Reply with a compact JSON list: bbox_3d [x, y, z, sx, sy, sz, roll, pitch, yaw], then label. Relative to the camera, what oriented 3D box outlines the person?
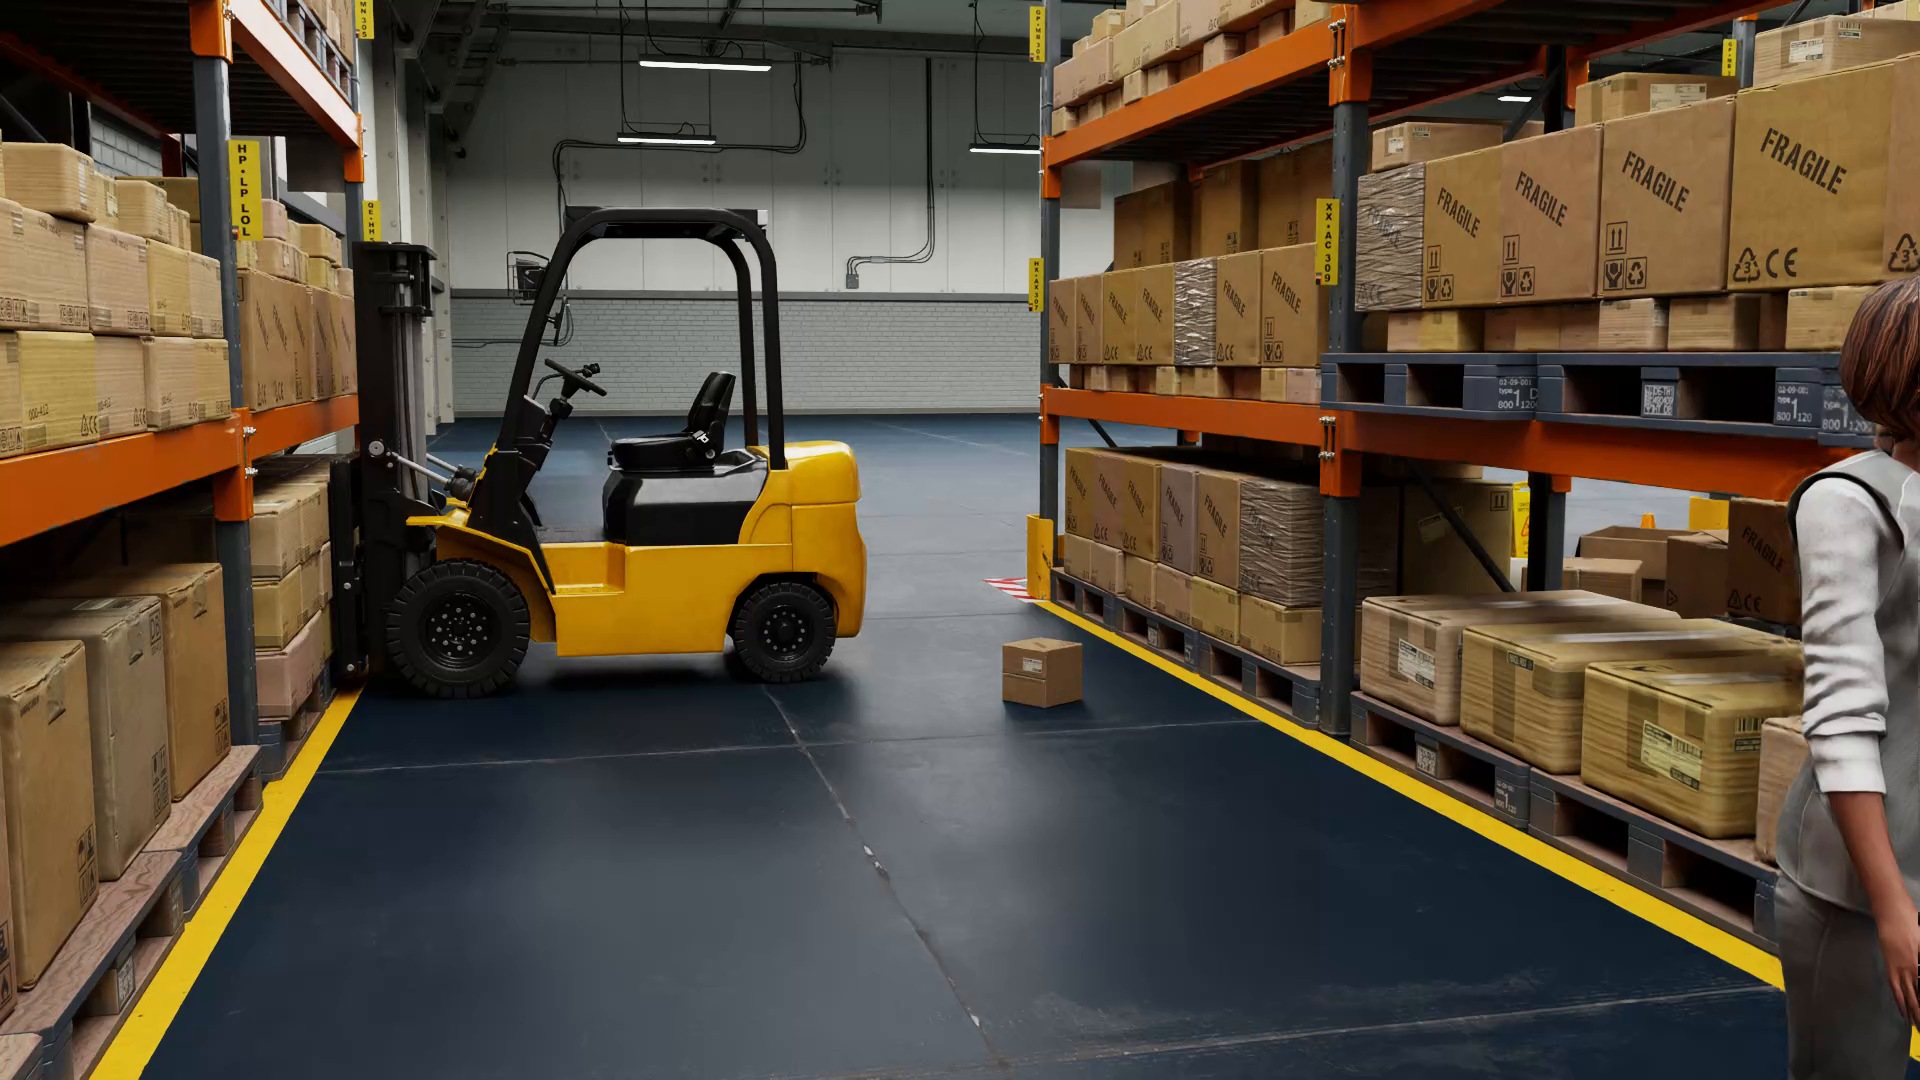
[{"bbox_3d":[1.236,0.499,2.097,0.414,1.621,0.578,-2,7,-14],"label":"person"}]
